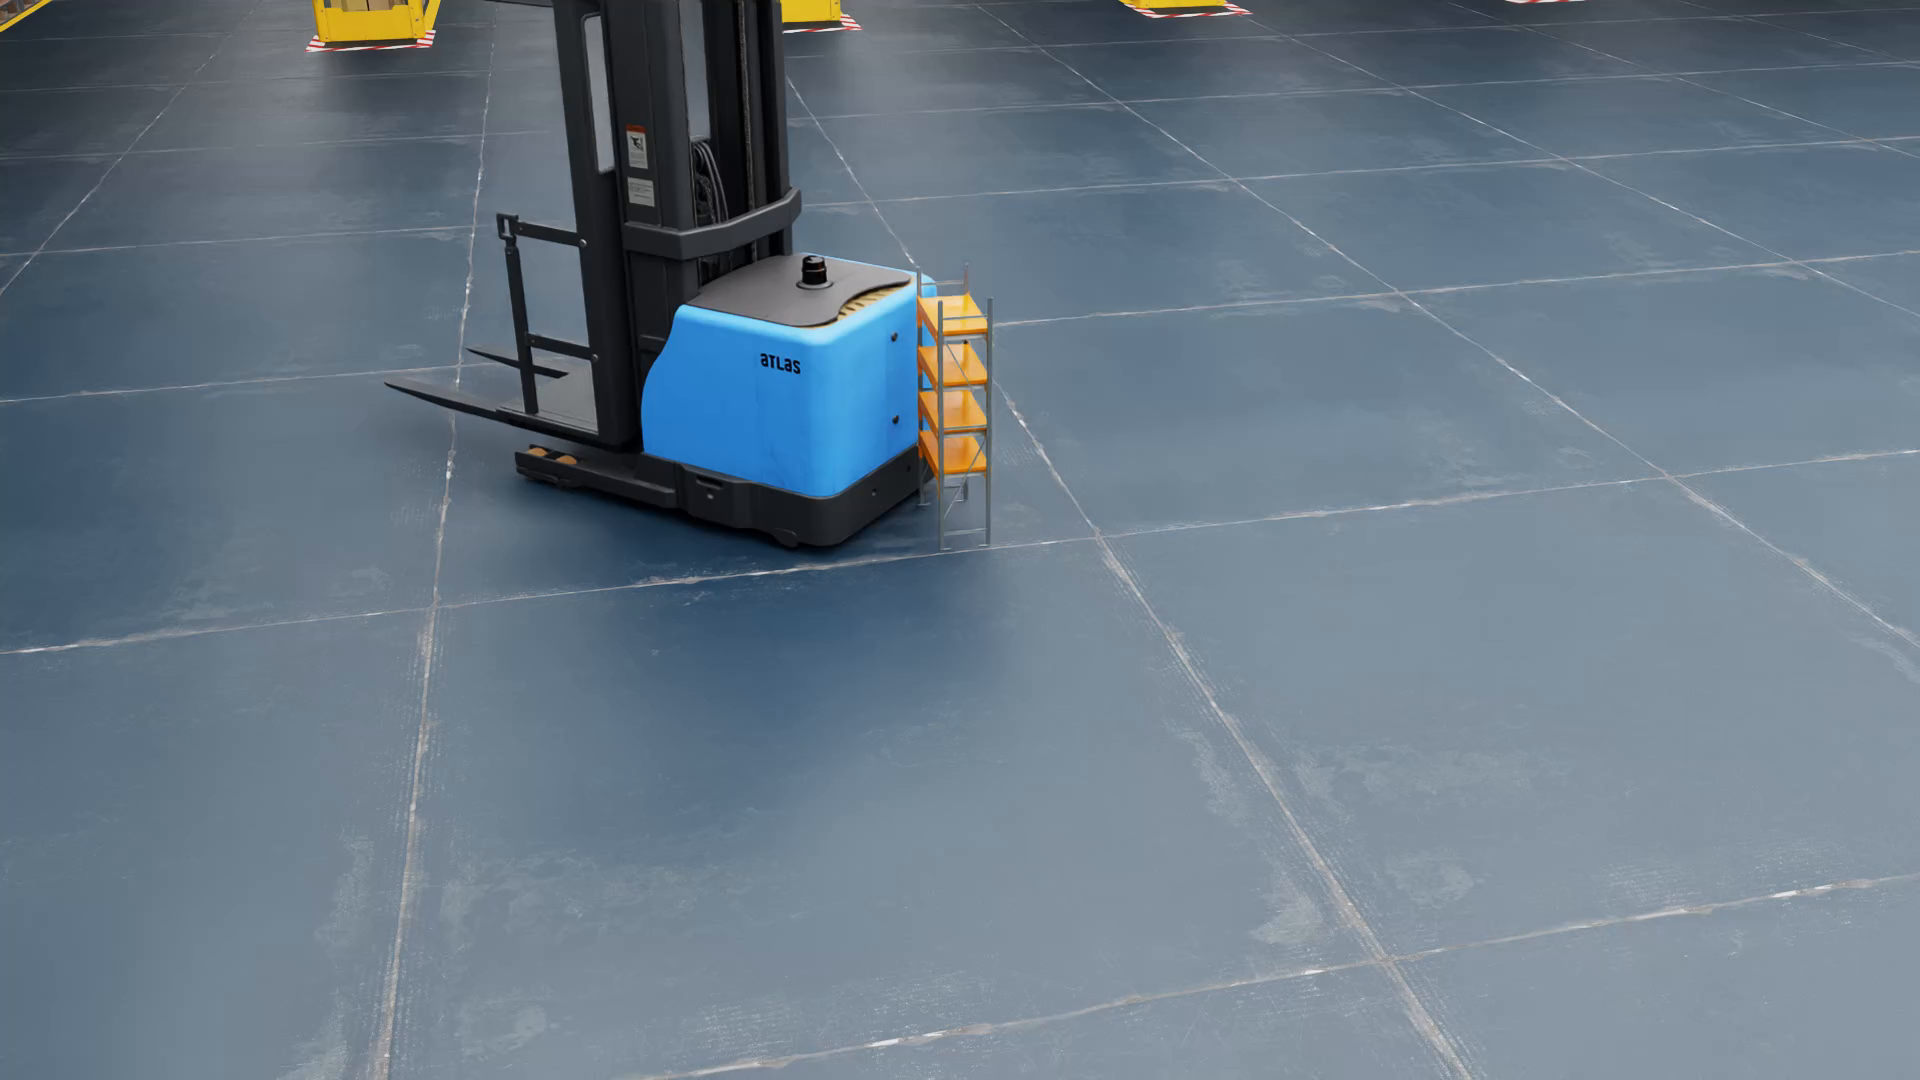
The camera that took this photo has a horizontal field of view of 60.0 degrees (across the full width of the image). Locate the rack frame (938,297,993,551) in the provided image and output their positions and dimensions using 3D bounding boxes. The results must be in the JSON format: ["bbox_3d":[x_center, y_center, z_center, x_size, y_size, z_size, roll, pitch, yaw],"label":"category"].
[{"bbox_3d":[0.023,-0.498,7.405,0.240,1.200,0.015,-5,27,-11],"label":"rack frame"}]

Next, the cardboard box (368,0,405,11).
[{"bbox_3d":[-6.728,-6.407,19.700,0.500,0.250,0.500,-6,27,-12],"label":"cardboard box"}]

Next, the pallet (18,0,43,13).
[{"bbox_3d":[-12.365,-6.904,21.194,1.003,0.211,1.213,-6,27,-12],"label":"pallet"}]

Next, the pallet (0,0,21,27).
[{"bbox_3d":[-12.086,-6.367,20.131,1.003,0.211,1.213,-6,27,-12],"label":"pallet"}]

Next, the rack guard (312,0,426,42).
[{"bbox_3d":[-6.818,-6.062,19.206,1.175,0.500,0.348,-6,27,-12],"label":"rack guard"}]

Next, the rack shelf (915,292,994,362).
[{"bbox_3d":[-0.028,-0.956,7.441,0.258,0.148,0.480,-5,27,-11],"label":"rack shelf"}]

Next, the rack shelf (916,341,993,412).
[{"bbox_3d":[-0.028,-0.745,7.547,0.258,0.148,0.480,-5,27,-11],"label":"rack shelf"}]

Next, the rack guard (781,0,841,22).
[{"bbox_3d":[-2.060,-6.603,20.277,1.175,0.500,0.348,-6,27,-12],"label":"rack guard"}]

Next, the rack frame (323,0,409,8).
[{"bbox_3d":[-6.824,-7.189,18.664,1.000,3.000,0.127,-6,27,-12],"label":"rack frame"}]

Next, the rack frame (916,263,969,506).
[{"bbox_3d":[-0.079,-0.713,7.831,0.240,1.200,0.015,-5,27,-11],"label":"rack frame"}]

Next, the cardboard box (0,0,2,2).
[{"bbox_3d":[-11.962,-6.655,19.892,0.700,0.500,0.500,-8,28,-15],"label":"cardboard box"}]

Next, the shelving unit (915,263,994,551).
[{"bbox_3d":[-0.028,-0.605,7.618,0.258,1.200,0.503,-5,27,-11],"label":"shelving unit"}]

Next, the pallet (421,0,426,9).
[{"bbox_3d":[-7.308,-6.810,21.008,1.003,0.211,1.213,-6,27,-12],"label":"pallet"}]

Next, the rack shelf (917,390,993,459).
[{"bbox_3d":[-0.028,-0.545,7.648,0.258,0.148,0.480,-5,27,-11],"label":"rack shelf"}]

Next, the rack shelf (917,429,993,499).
[{"bbox_3d":[-0.028,-0.368,7.737,0.258,0.148,0.480,-5,27,-11],"label":"rack shelf"}]

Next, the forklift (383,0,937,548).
[{"bbox_3d":[-1.630,-1.746,7.957,3.031,2.935,1.130,15,30,27],"label":"forklift"}]

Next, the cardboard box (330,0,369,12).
[{"bbox_3d":[-7.232,-6.354,19.596,0.500,0.250,0.500,-6,27,-12],"label":"cardboard box"}]

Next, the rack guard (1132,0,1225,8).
[{"bbox_3d":[2.812,-7.111,21.283,1.175,0.500,0.348,-6,27,-12],"label":"rack guard"}]
